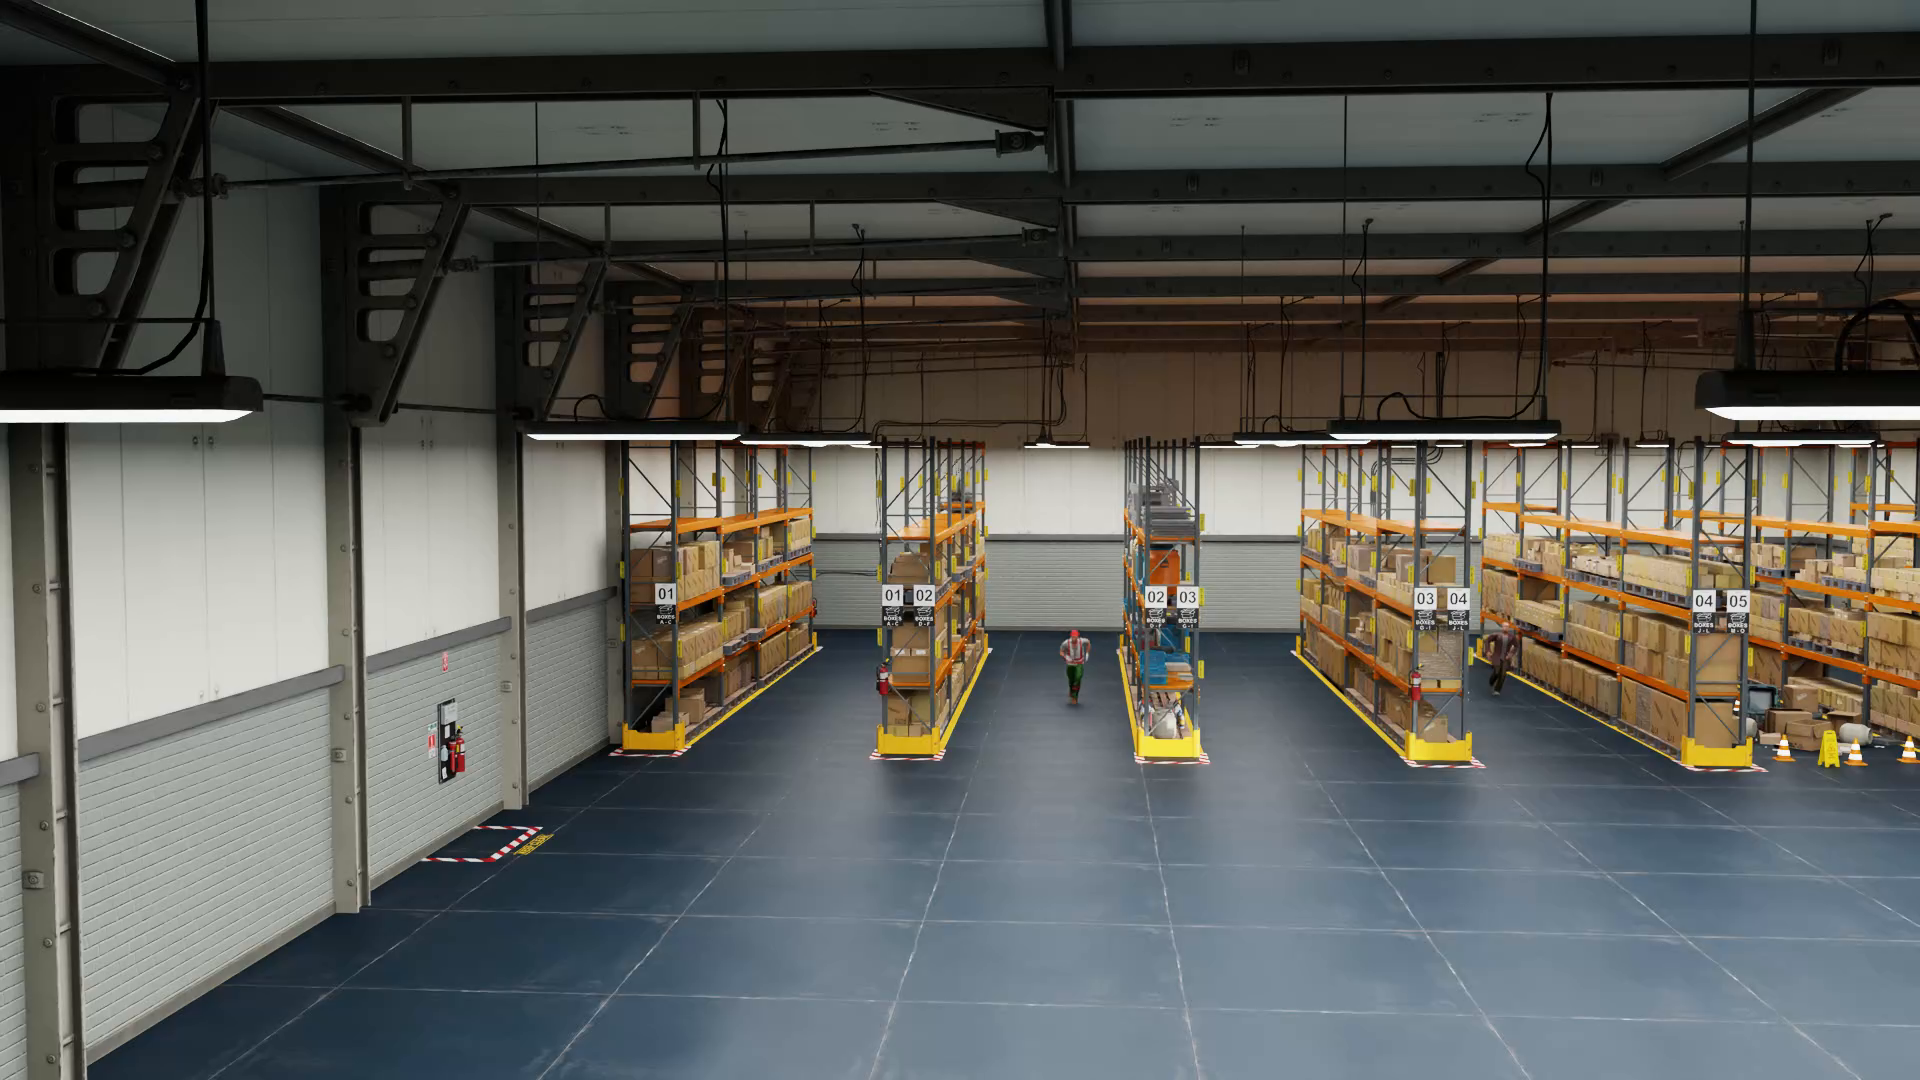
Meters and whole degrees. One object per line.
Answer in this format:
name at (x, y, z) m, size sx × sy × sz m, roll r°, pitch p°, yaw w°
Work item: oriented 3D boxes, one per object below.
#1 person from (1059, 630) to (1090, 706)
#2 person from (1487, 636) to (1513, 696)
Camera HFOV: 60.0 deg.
person at (2.606, 2.869, 37.876) m, size 0.703 × 1.731 × 1.058 m, roll 0°, pitch 3°, yaw -1°
person at (12.713, 2.906, 38.894) m, size 0.665 × 1.471 × 0.545 m, roll 0°, pitch 3°, yaw 4°
